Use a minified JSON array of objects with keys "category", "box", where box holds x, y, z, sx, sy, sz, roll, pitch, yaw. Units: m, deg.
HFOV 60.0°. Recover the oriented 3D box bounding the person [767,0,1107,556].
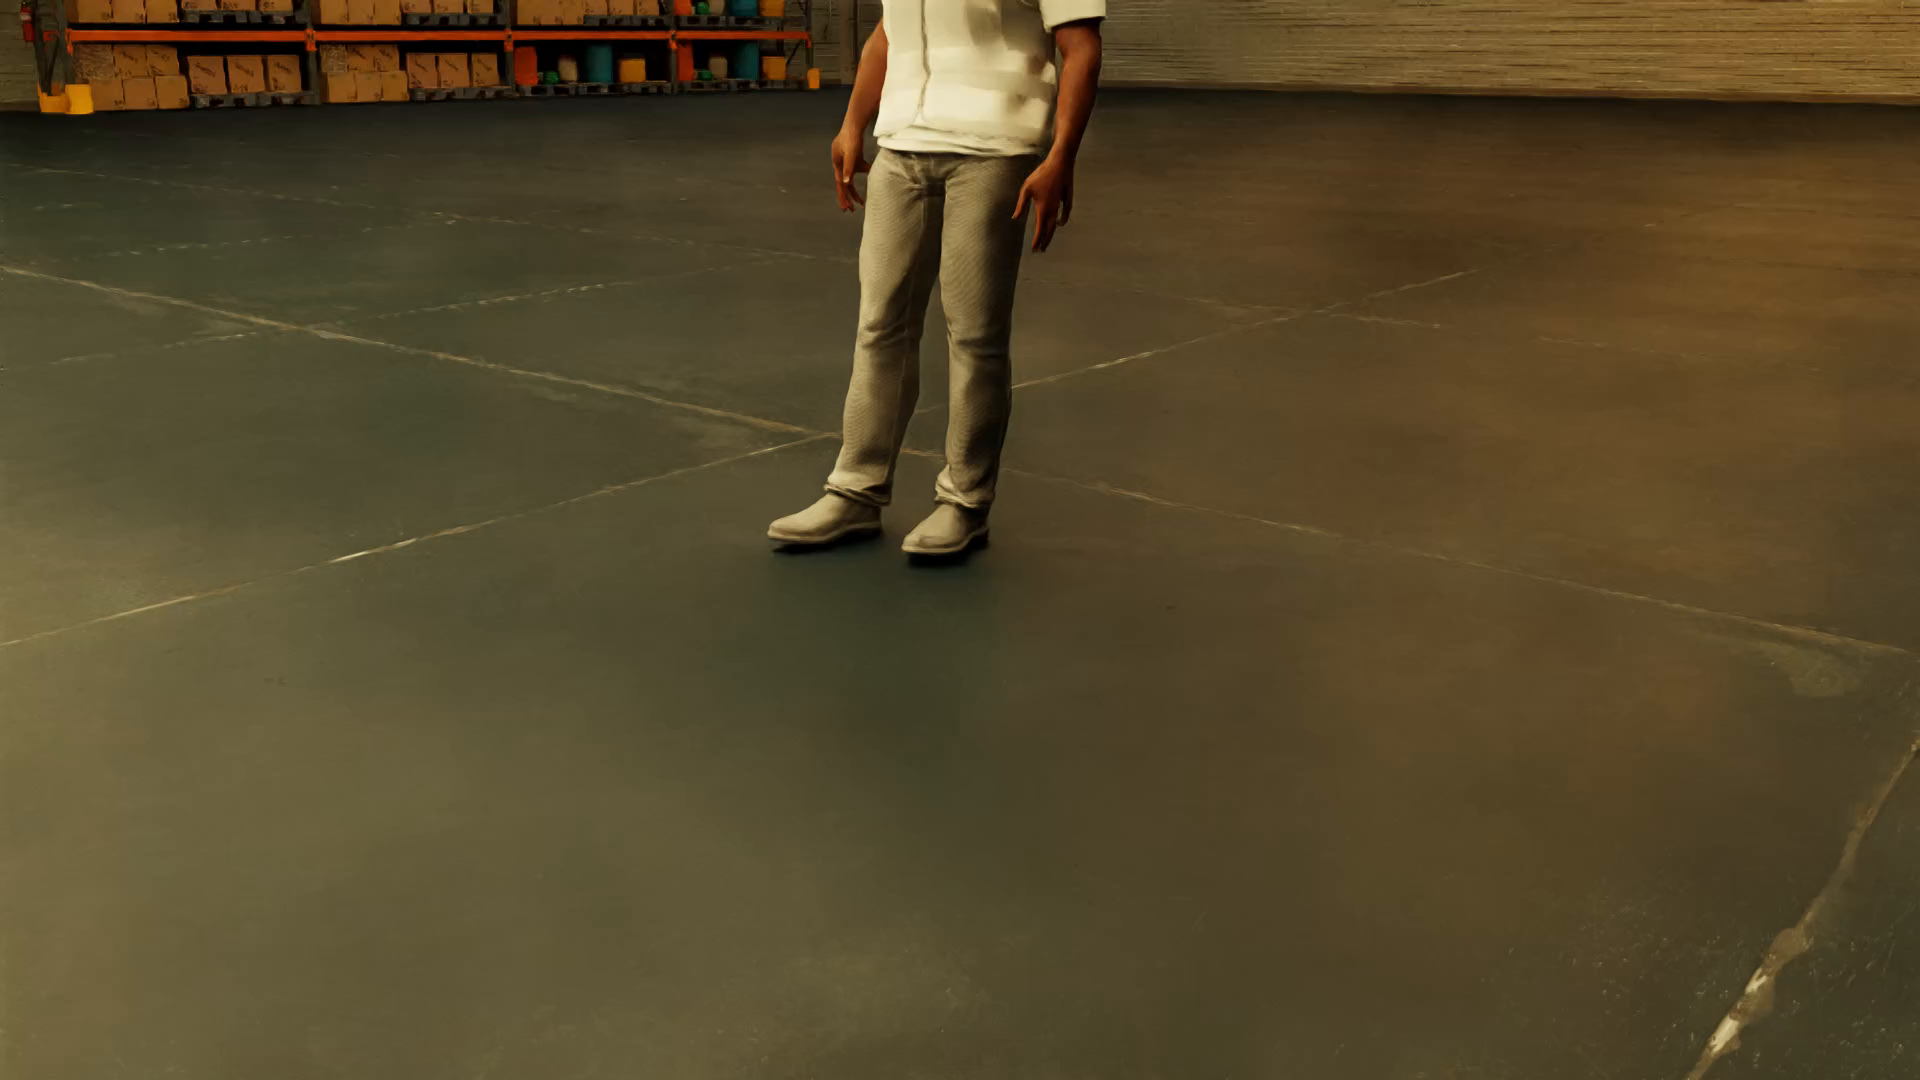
[{"category":"person","box":[-0.048,-0.837,3.635,0.665,1.766,0.576,13,21,37]}]
